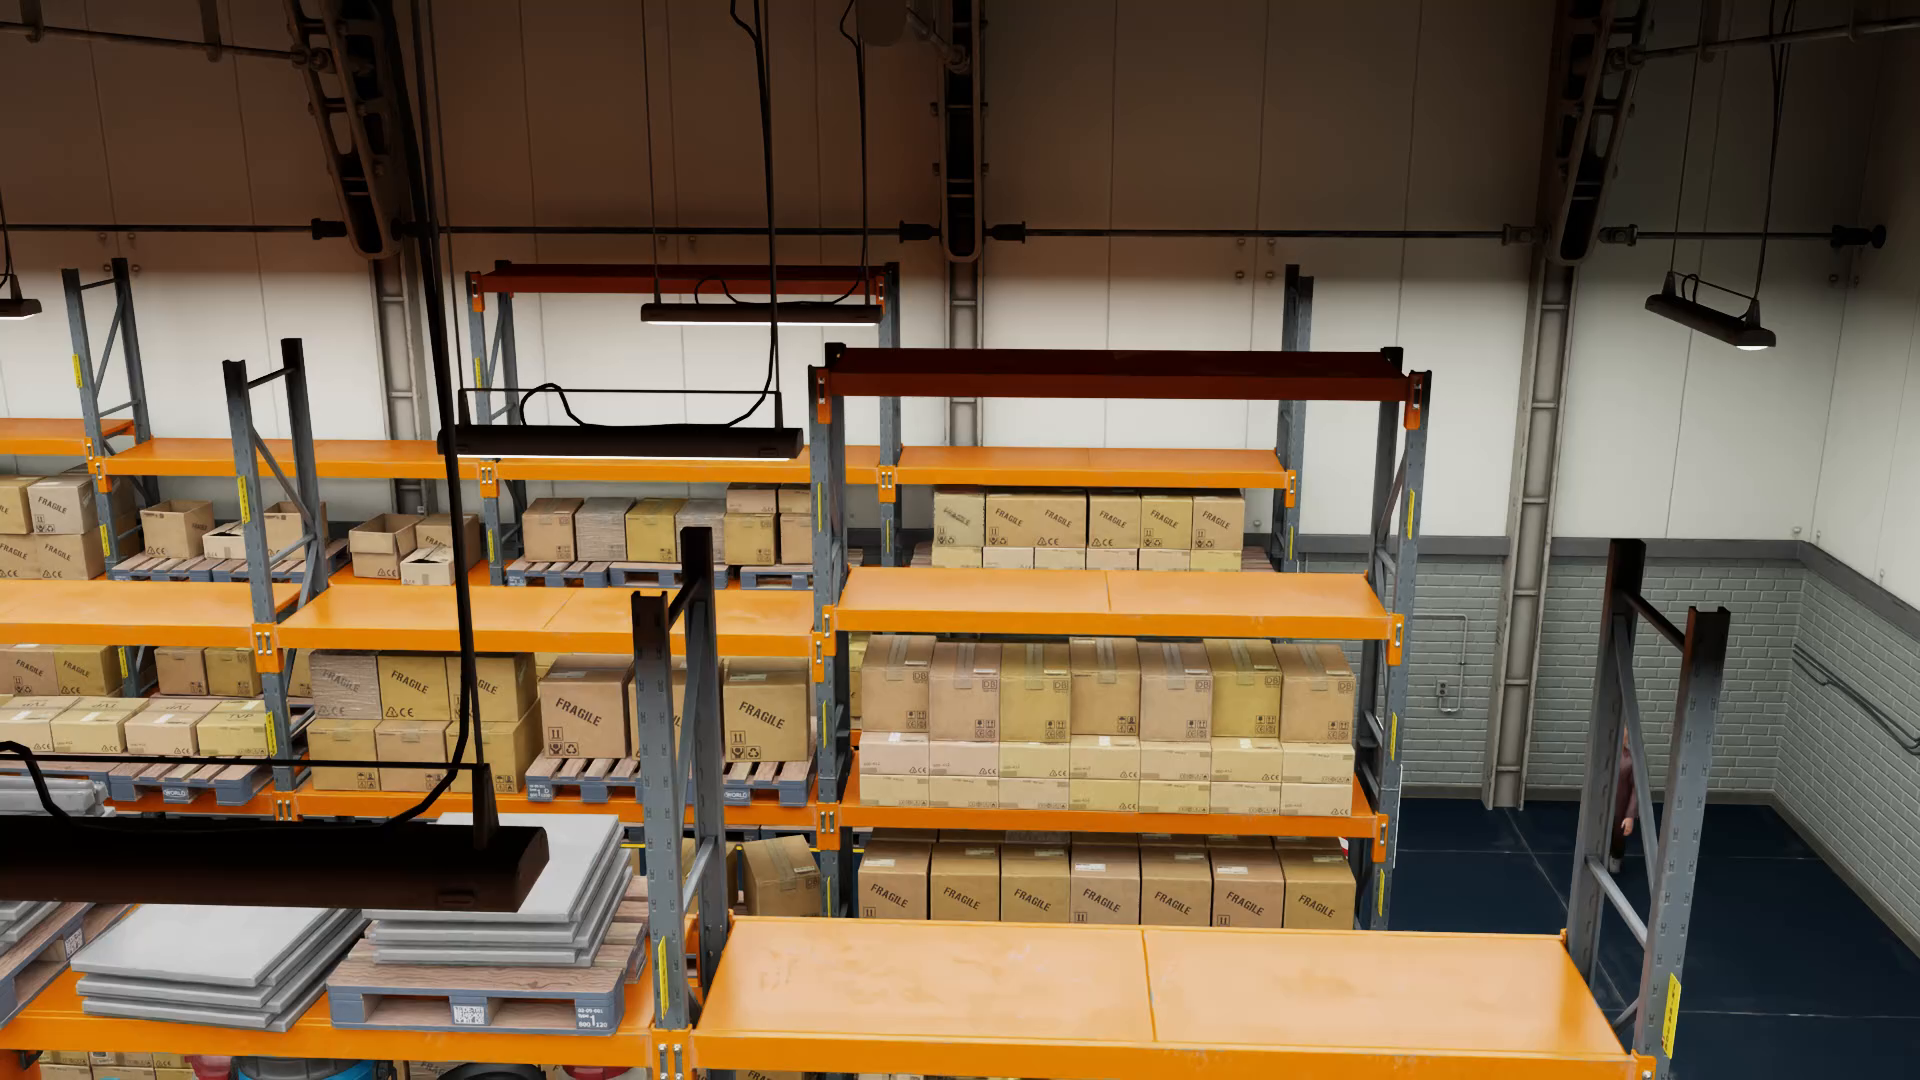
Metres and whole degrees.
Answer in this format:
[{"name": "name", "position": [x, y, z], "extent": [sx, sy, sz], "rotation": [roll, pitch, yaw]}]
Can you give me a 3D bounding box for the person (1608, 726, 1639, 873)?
[{"name": "person", "position": [6.449, 2.671, 16.424], "extent": [0.544, 1.655, 1.063], "rotation": [9, 18, 28]}]
